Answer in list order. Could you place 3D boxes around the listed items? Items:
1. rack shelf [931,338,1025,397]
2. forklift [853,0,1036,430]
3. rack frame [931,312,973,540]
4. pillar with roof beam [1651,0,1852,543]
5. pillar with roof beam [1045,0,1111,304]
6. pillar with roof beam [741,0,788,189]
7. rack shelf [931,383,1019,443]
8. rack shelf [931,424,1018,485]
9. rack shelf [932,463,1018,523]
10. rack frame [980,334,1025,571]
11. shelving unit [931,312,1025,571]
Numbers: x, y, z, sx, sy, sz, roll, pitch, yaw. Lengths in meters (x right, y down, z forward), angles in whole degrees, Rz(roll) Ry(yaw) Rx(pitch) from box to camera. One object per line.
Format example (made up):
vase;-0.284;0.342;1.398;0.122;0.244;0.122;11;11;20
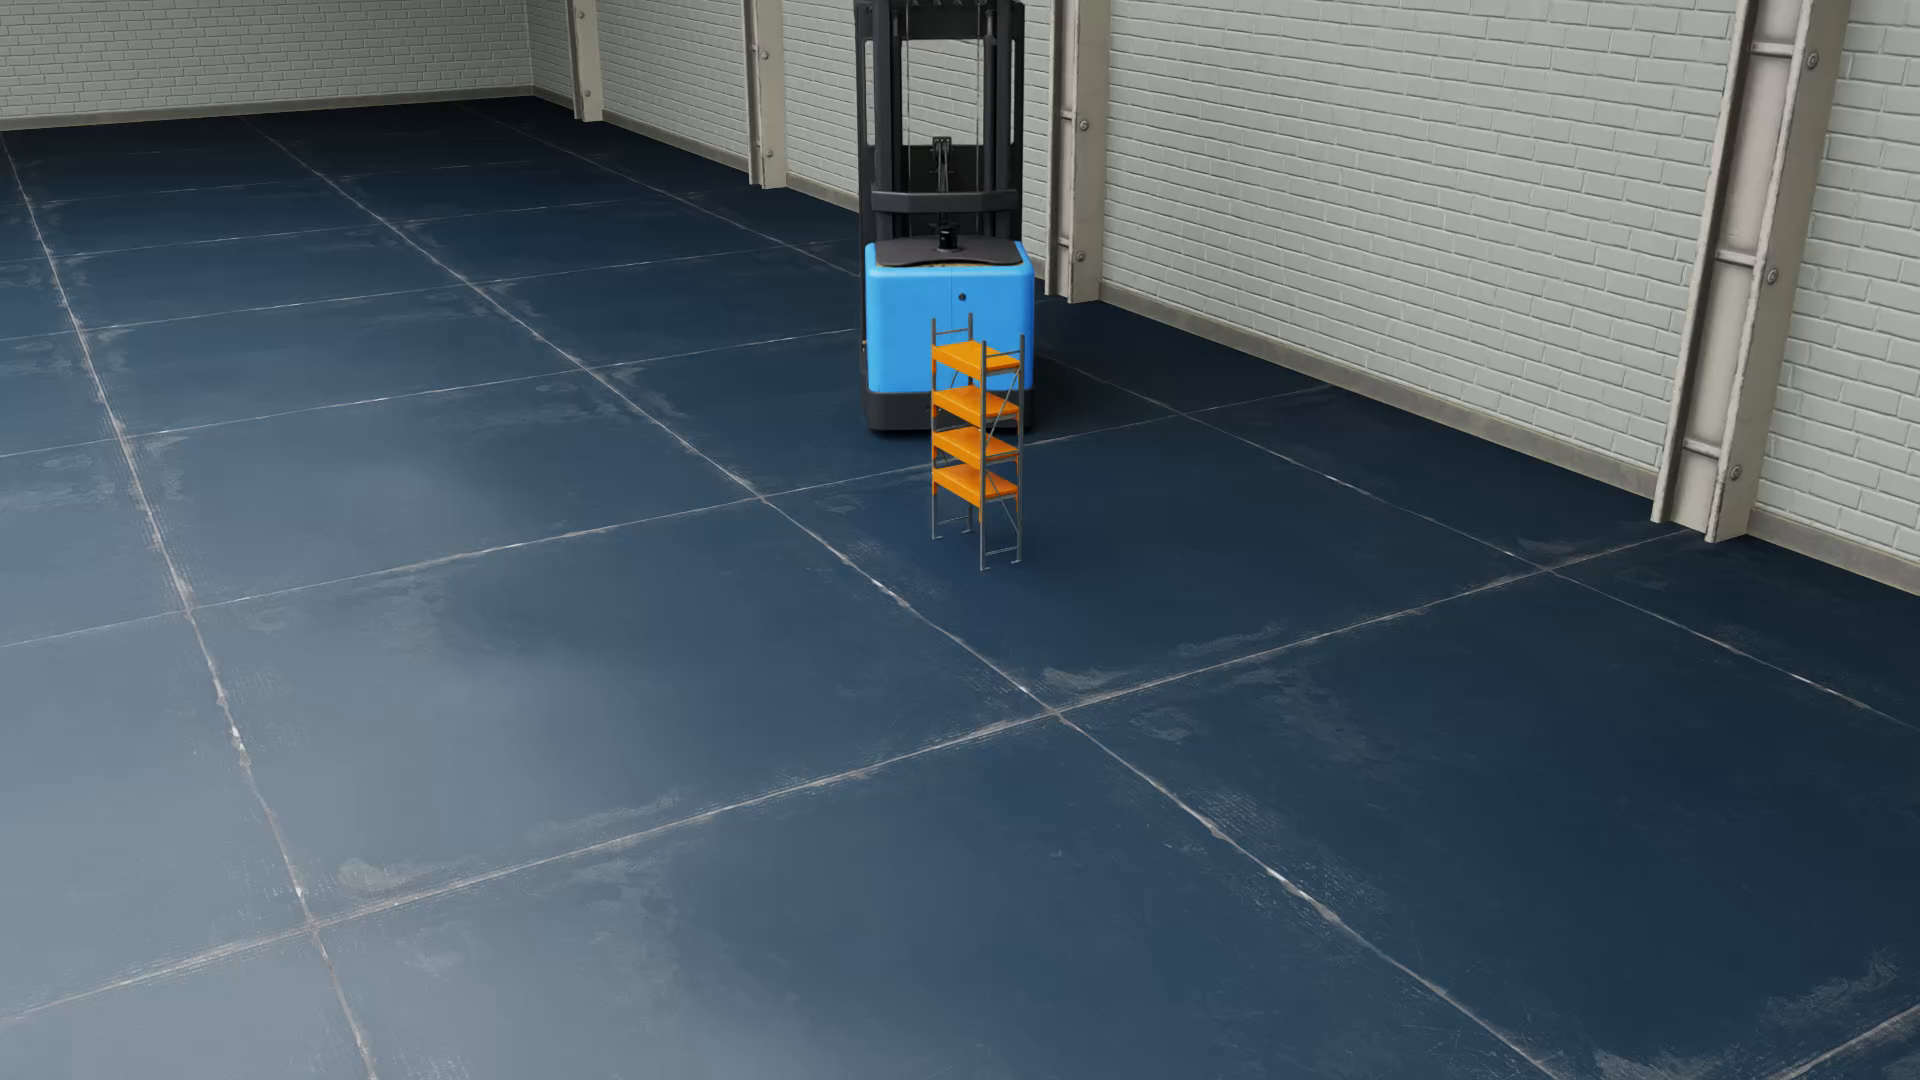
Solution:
rack shelf;0.085;-0.866;8.306;0.258;0.148;0.480;-13;25;-28
forklift;-0.147;-2.548;11.187;1.130;2.935;3.031;-1;22;-4
rack frame;-0.040;-0.581;8.648;0.240;1.200;0.015;-13;25;-28
pillar with roof beam;0.300;-3.416;5.265;9.100;9.000;0.400;-13;25;-28
pillar with roof beam;-2.765;-5.358;10.044;9.100;9.000;0.400;-13;25;-28
pillar with roof beam;-5.830;-7.301;14.822;9.100;9.000;0.400;-13;25;-28
rack shelf;0.085;-0.647;8.395;0.258;0.148;0.480;-13;25;-28
rack shelf;0.085;-0.440;8.479;0.258;0.148;0.480;-13;25;-28
rack shelf;0.085;-0.256;8.554;0.258;0.148;0.480;-13;25;-28
rack frame;0.209;-0.423;8.259;0.240;1.200;0.015;-13;25;-28
shelving unit;0.085;-0.502;8.454;0.258;1.200;0.503;-13;25;-28
